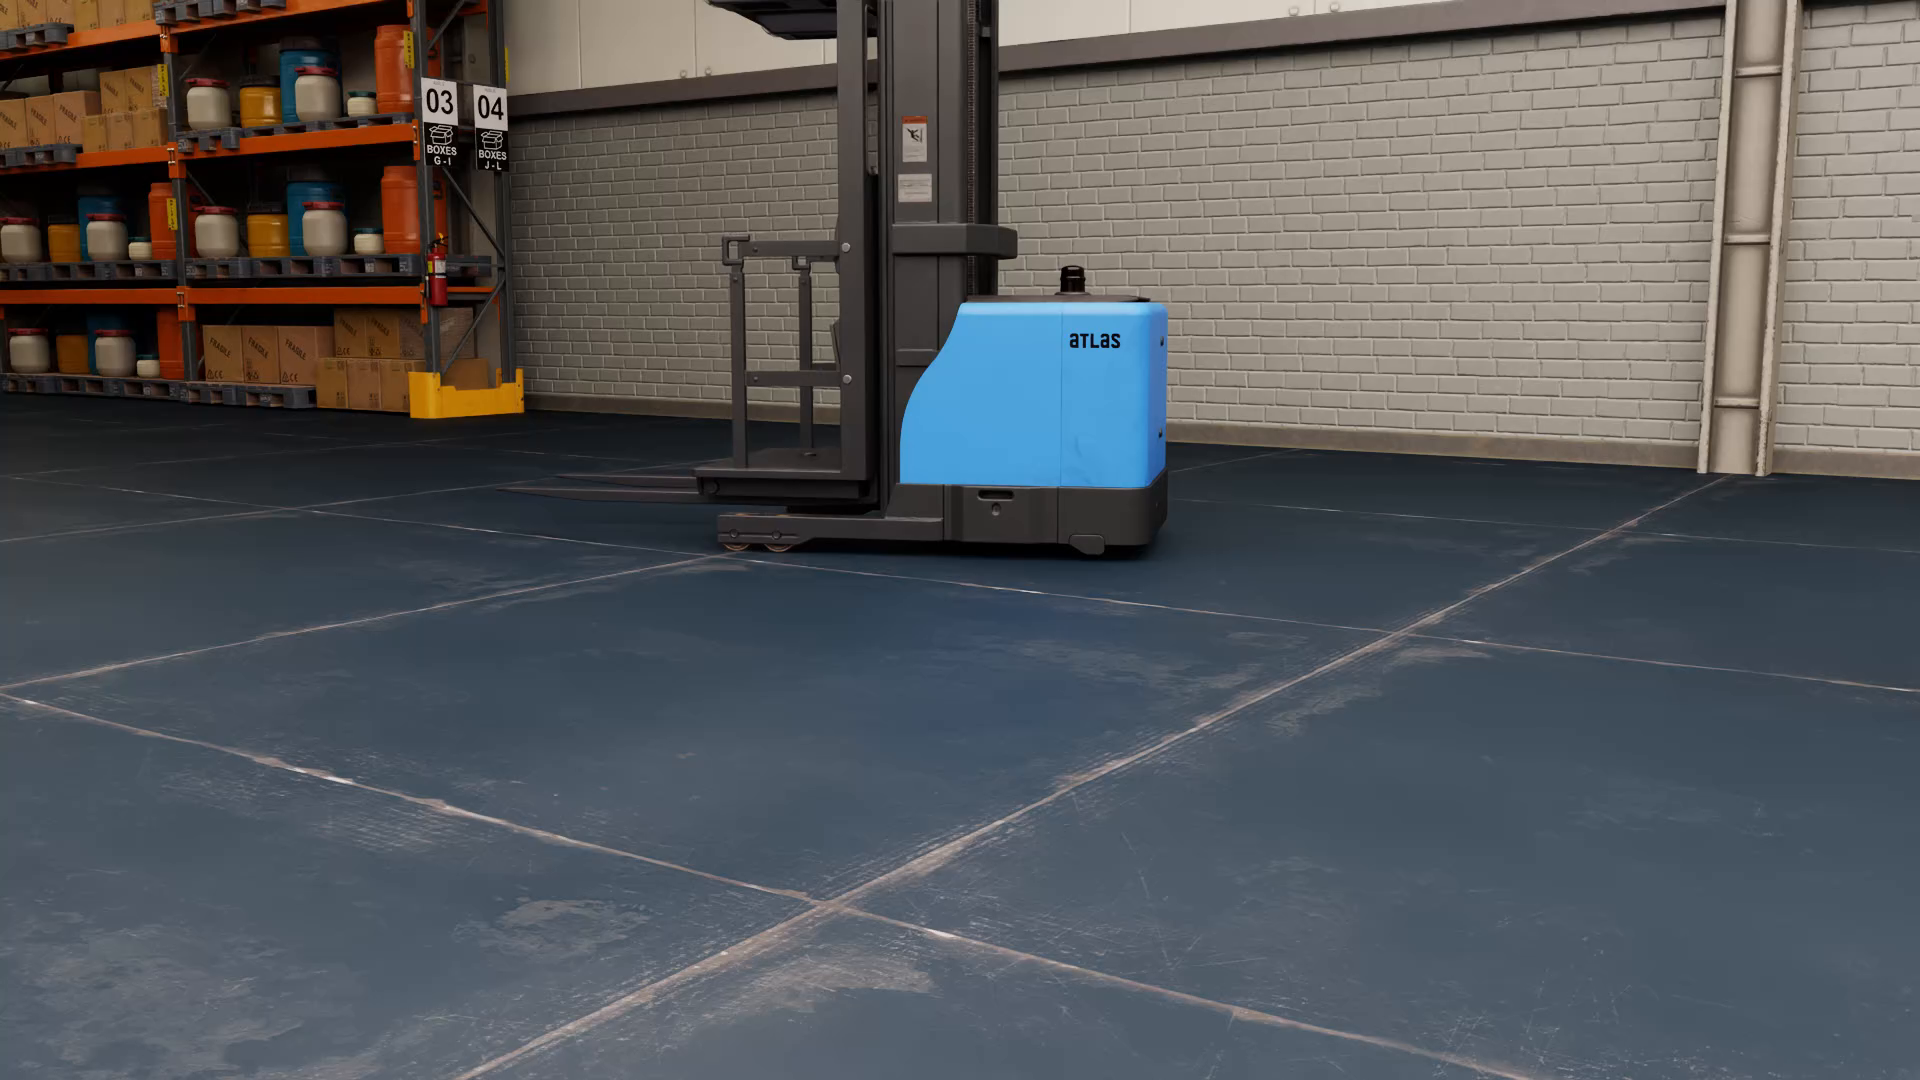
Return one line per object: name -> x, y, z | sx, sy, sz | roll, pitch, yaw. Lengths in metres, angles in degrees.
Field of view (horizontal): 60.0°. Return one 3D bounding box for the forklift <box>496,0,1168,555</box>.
forklift -> -0.596, -1.469, 7.520 | 3.031, 2.935, 1.130 | 2, 8, 12
